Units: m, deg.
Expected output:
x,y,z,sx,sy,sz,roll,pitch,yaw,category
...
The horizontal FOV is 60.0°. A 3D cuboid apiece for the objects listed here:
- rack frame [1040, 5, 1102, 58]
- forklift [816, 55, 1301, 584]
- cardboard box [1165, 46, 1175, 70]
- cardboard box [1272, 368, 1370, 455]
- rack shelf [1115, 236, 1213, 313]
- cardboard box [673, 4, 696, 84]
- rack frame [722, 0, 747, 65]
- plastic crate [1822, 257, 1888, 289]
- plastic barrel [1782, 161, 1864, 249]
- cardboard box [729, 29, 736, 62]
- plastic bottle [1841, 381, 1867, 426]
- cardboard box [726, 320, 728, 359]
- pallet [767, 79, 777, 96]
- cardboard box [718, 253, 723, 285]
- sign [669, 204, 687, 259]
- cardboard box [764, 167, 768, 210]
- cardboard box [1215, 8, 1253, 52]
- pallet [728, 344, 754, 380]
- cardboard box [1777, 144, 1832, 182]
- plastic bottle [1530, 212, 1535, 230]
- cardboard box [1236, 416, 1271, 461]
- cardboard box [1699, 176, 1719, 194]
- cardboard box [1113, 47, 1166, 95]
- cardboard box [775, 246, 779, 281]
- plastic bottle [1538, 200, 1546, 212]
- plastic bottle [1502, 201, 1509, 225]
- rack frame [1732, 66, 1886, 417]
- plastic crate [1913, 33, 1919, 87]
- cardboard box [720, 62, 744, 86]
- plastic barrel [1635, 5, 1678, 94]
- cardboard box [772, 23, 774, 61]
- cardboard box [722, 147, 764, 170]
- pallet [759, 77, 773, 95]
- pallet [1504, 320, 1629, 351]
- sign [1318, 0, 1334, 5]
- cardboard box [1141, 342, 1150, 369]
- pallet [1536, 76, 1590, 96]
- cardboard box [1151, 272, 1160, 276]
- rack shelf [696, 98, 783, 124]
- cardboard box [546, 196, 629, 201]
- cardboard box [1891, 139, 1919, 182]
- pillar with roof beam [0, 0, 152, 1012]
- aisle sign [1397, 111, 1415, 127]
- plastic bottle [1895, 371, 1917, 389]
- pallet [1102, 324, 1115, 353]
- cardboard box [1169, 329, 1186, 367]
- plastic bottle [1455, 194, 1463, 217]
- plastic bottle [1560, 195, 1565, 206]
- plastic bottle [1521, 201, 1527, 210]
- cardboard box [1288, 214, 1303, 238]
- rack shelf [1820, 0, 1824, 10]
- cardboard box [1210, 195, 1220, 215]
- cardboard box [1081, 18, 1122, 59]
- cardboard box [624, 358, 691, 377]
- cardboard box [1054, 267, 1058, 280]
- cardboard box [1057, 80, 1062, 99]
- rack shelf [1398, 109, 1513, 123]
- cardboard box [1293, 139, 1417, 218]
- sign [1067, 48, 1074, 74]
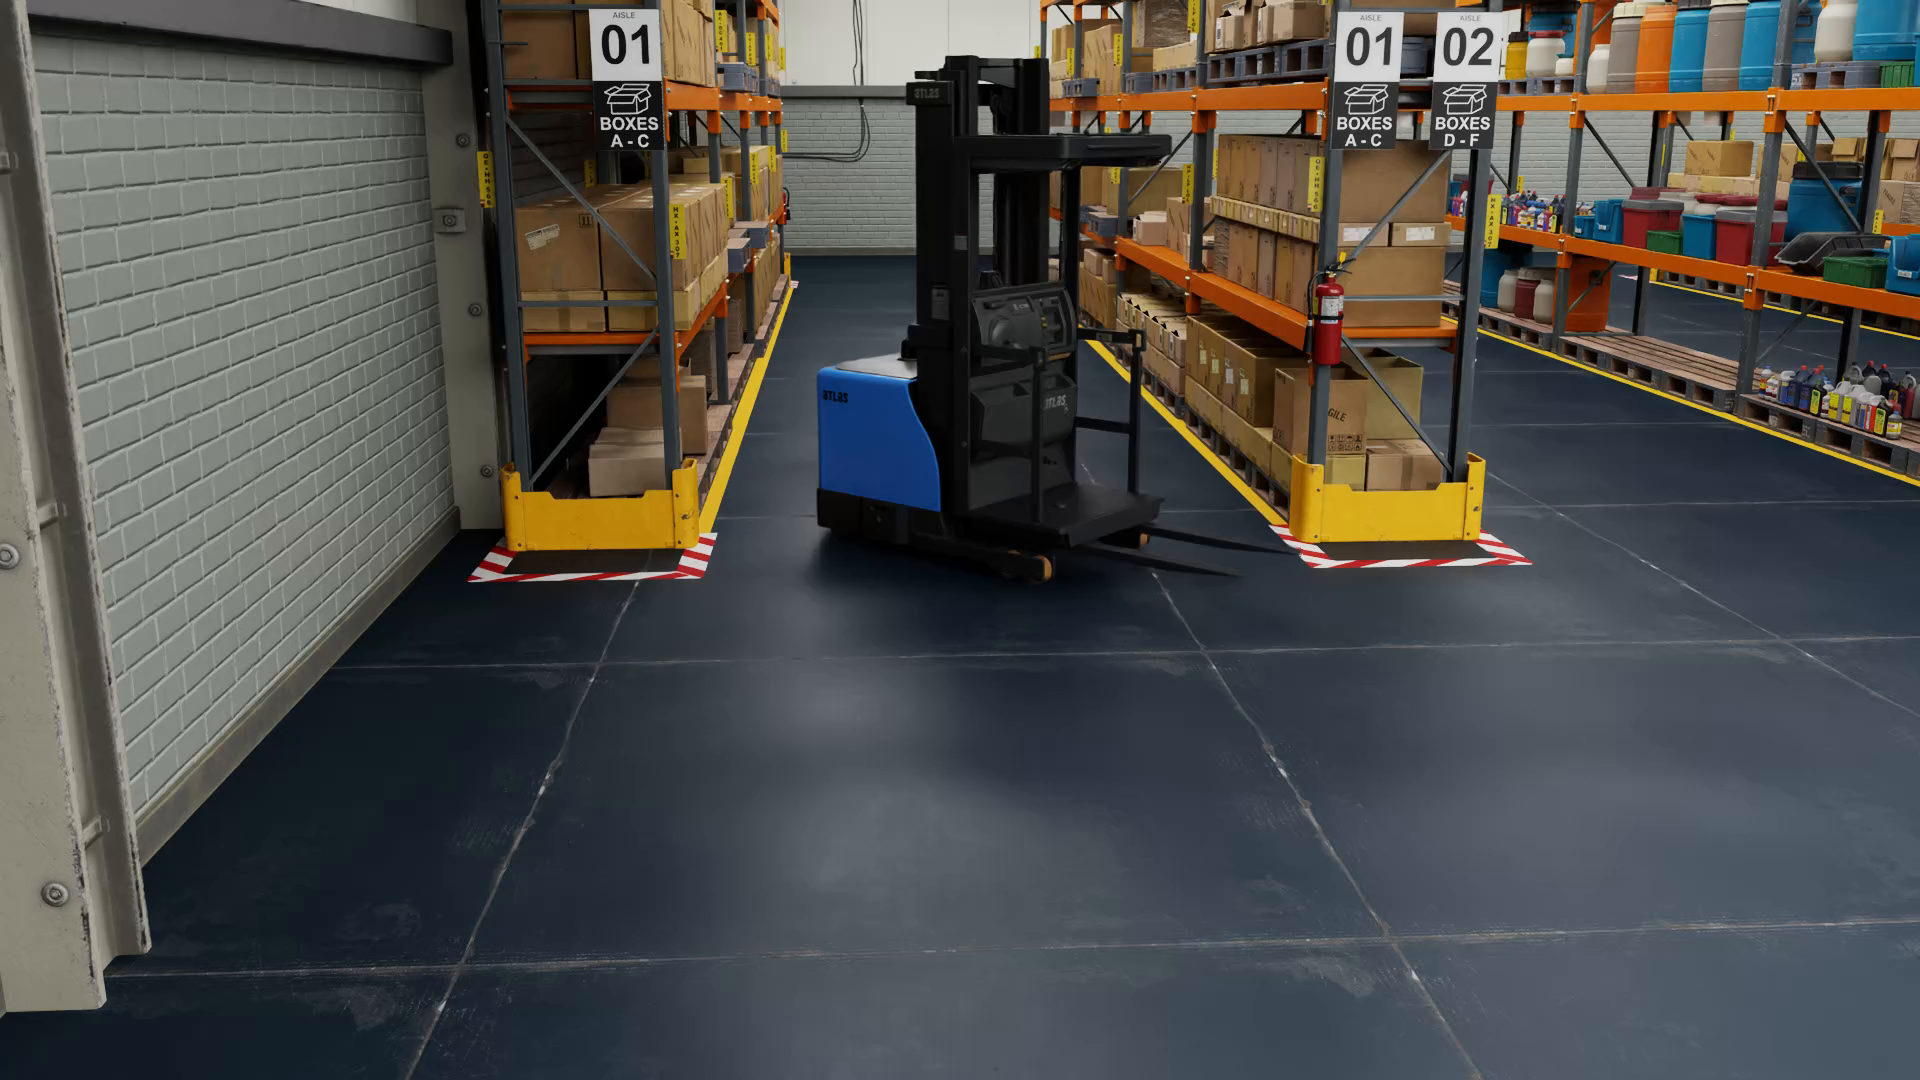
x,y,z,sx,sy,sz,roll,pitch,yaw,category
1.721,-8.377,25.025,1.000,3.000,0.127,-1,14,-3,rack frame
0.546,-1.313,9.748,3.031,2.935,1.130,12,18,38,forklift
2.352,-4.823,16.692,0.500,0.250,0.500,0,14,-2,cardboard box
2.382,-0.856,11.005,0.500,0.500,0.500,-1,14,-3,cardboard box
2.341,-2.636,16.197,1.077,0.370,4.000,-1,14,-3,rack shelf
-2.036,-3.276,10.979,0.500,0.500,0.500,0,14,-1,cardboard box
-2.727,-6.310,16.992,1.000,3.000,0.127,-1,14,-3,rack frame
7.211,-2.118,13.165,0.450,0.188,0.662,-1,14,-3,plastic crate
7.687,-2.906,14.797,0.600,0.901,0.708,-1,14,-3,plastic barrel
-2.921,-5.507,18.808,0.700,0.500,0.500,0,14,-1,cardboard box
7.094,-1.087,13.164,0.144,0.351,0.185,0,14,-1,plastic bottle
-2.656,-1.976,16.320,0.700,0.500,0.500,-1,14,-4,cardboard box
-3.088,-6.316,23.211,1.003,0.211,1.213,-1,14,-3,pallet
-2.125,-2.110,12.967,0.500,0.250,0.500,-1,14,-3,cardboard box
-1.690,-1.843,9.931,0.100,0.325,0.005,-1,14,-3,sign
-2.653,-4.364,20.630,0.500,0.500,0.500,-1,14,-3,cardboard box
2.266,-3.904,12.717,0.500,0.311,0.500,-2,15,-7,cardboard box
-2.680,-1.860,17.331,1.003,0.211,1.213,-1,14,-3,pallet
11.561,-5.174,22.814,0.500,0.500,0.500,0,14,-2,cardboard box
6.689,-3.714,19.342,0.097,0.201,0.097,0,14,0,plastic bottle
2.309,-0.742,12.064,0.500,0.250,0.500,-1,14,-3,cardboard box
11.435,-5.317,24.877,0.500,0.250,0.500,-1,14,-5,cardboard box
2.156,-5.091,18.074,0.910,0.500,0.500,-1,14,-3,cardboard box
-3.048,-4.090,24.577,0.700,0.500,0.500,-1,14,-4,cardboard box
7.213,-4.083,20.634,0.097,0.271,0.097,0,14,0,plastic bottle
6.620,-3.959,20.126,0.061,0.283,0.133,-1,14,-3,plastic bottle
7.409,-2.563,14.467,1.000,3.000,0.127,-1,14,-3,rack frame
7.238,-3.483,12.054,0.392,0.384,0.575,-1,14,-3,plastic crate
-2.413,-4.649,16.694,0.500,0.311,0.500,-1,14,-3,cardboard box
7.036,-4.848,16.467,0.600,0.830,0.708,-1,14,-3,plastic barrel
-2.813,-6.827,22.772,0.500,0.500,0.500,-1,14,-3,cardboard box
-2.637,-4.598,20.036,0.500,0.250,0.500,-1,14,-2,cardboard box
-3.015,-6.013,22.034,1.003,0.211,1.213,-1,14,-3,pallet
7.070,-2.403,19.441,1.003,0.211,1.213,-1,14,-3,pallet
2.170,-3.331,9.814,0.100,0.325,0.005,-1,14,-3,sign
2.058,-1.837,16.323,0.500,0.250,0.500,-1,14,-2,cardboard box
7.211,-5.111,18.729,1.003,0.211,1.213,-1,14,-3,pallet
2.372,-2.987,20.249,0.500,0.500,0.500,-1,14,-5,cardboard box
-3.099,-6.001,23.255,1.077,0.370,4.000,-1,14,-3,rack shelf
-2.530,-2.083,11.359,0.500,0.500,0.500,-1,14,-5,cardboard box
11.990,-4.679,20.479,0.797,0.503,0.637,0,14,-2,cardboard box
1.530,-3.055,4.342,9.100,9.000,0.400,-1,14,-3,pillar with roof beam
6.953,-6.829,25.830,0.394,0.787,0.004,-1,14,-3,aisle sign
7.768,-1.209,13.640,0.144,0.351,0.185,-1,14,-4,plastic bottle
2.208,-2.318,19.112,1.003,0.211,1.213,-1,14,-3,pallet
2.153,-1.727,14.768,0.500,0.311,0.500,-1,14,-3,cardboard box
6.518,-4.365,21.706,0.061,0.283,0.133,-1,14,-3,plastic bottle
7.365,-4.031,20.273,0.144,0.351,0.185,-1,14,-3,plastic bottle
6.772,-3.928,20.006,0.061,0.283,0.133,-1,14,-3,plastic bottle
2.452,-2.138,11.315,0.380,0.149,0.250,-1,14,-3,cardboard box
11.733,-7.490,23.822,1.077,0.370,4.000,-1,14,-3,rack shelf
2.288,-2.780,13.809,0.380,0.149,0.250,-1,14,-4,cardboard box
1.901,-6.583,21.863,0.700,0.500,0.500,-1,14,-3,cardboard box
-2.375,-1.155,13.129,0.500,0.500,0.500,-2,15,-8,cardboard box
1.604,-3.712,23.445,0.500,0.311,0.500,-1,14,-3,cardboard box
1.614,-6.223,22.972,0.500,0.250,0.500,-1,14,-3,cardboard box
6.789,-6.154,23.849,1.077,0.370,4.000,-1,14,-3,rack shelf
2.655,-2.429,11.144,0.700,0.500,0.500,-1,14,-5,cardboard box
1.428,-6.170,21.428,0.100,0.325,0.005,-1,14,-3,sign
